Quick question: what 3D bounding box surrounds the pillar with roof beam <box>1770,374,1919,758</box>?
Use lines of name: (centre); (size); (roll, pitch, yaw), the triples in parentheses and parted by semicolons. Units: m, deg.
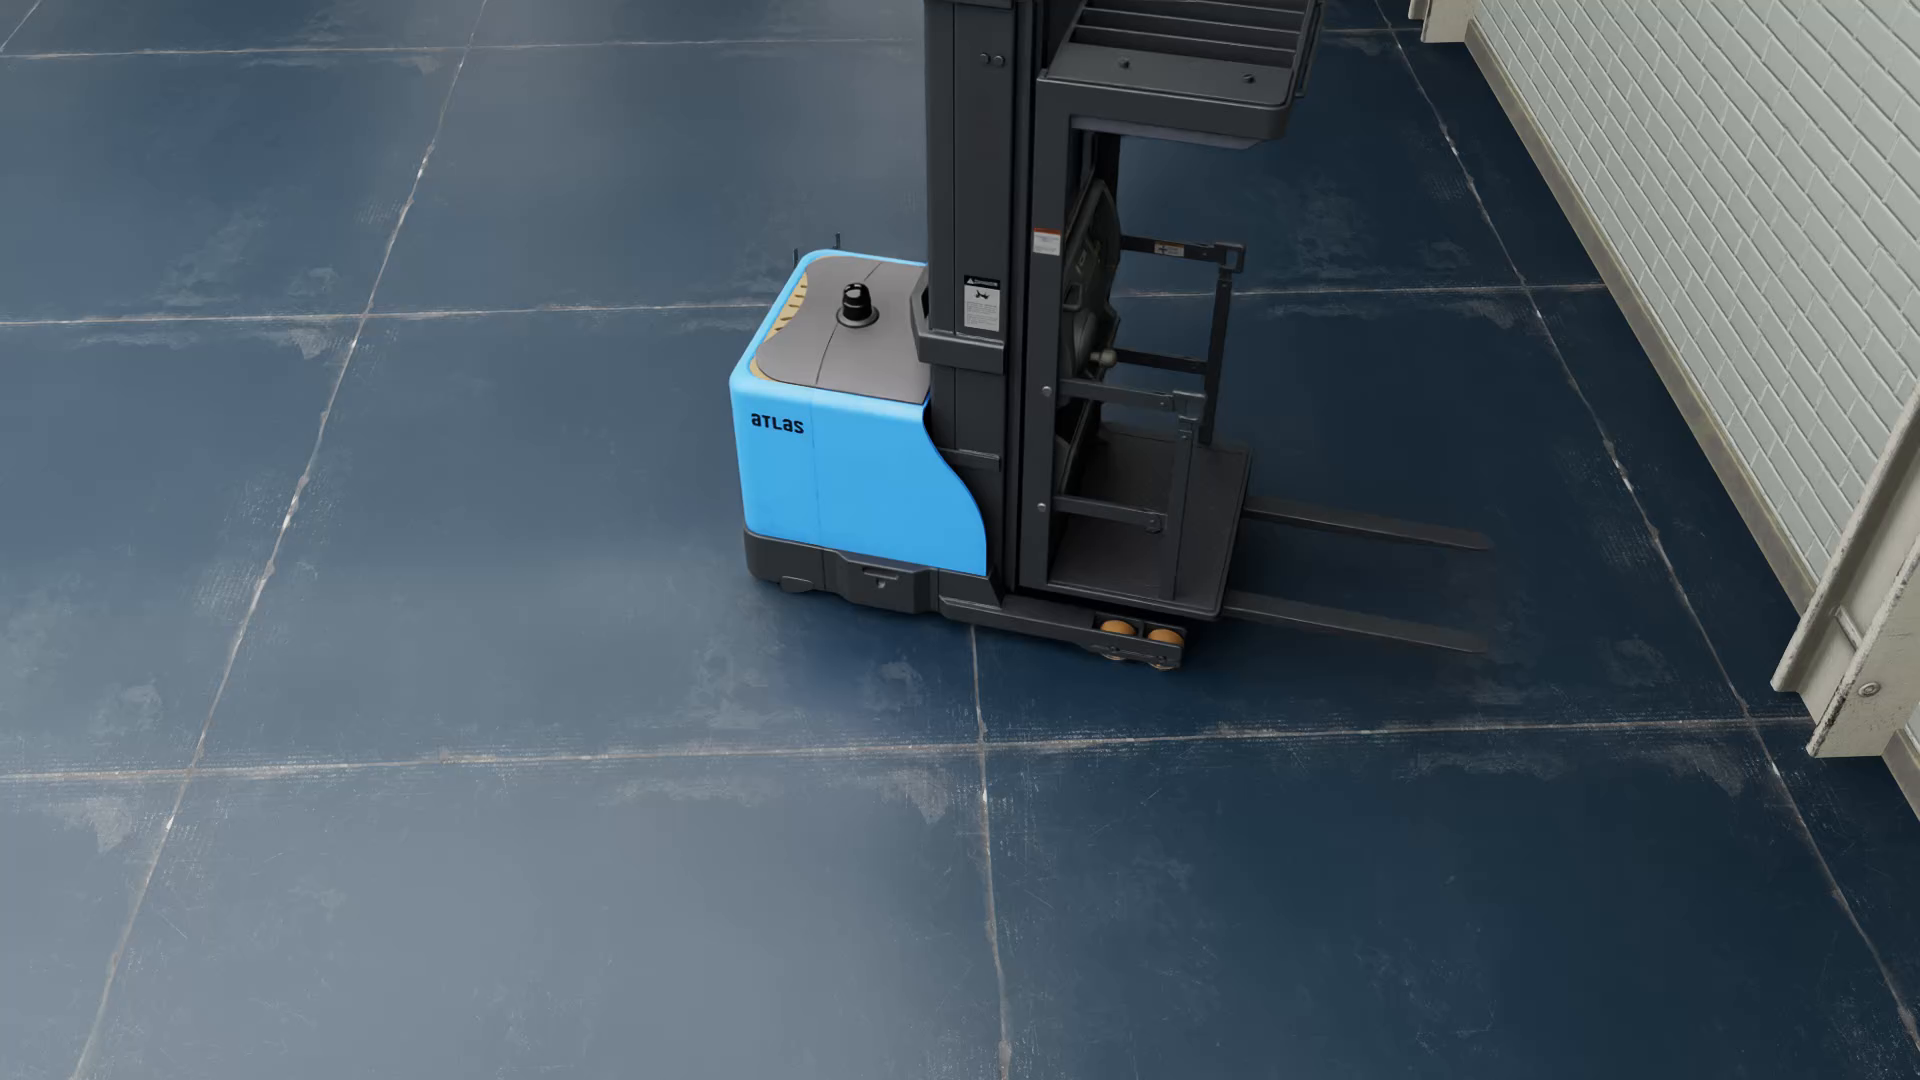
pillar with roof beam: (-0.908, -2.502, 3.320); (9.100, 9.000, 0.400); (-2, 43, -2)

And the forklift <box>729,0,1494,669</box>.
forklift: (0.673, -0.961, 6.129); (3.031, 2.935, 1.130); (10, 43, 11)

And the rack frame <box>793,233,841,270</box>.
rack frame: (-0.636, -0.992, 7.666); (0.240, 0.900, 0.006); (-25, 48, -25)

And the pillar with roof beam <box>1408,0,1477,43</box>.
pillar with roof beam: (-1.162, -6.553, 7.739); (9.100, 9.000, 0.400); (-2, 43, -2)

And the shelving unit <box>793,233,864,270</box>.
shelving unit: (-0.578, -0.935, 7.604); (0.258, 0.900, 0.210); (-25, 48, -25)
